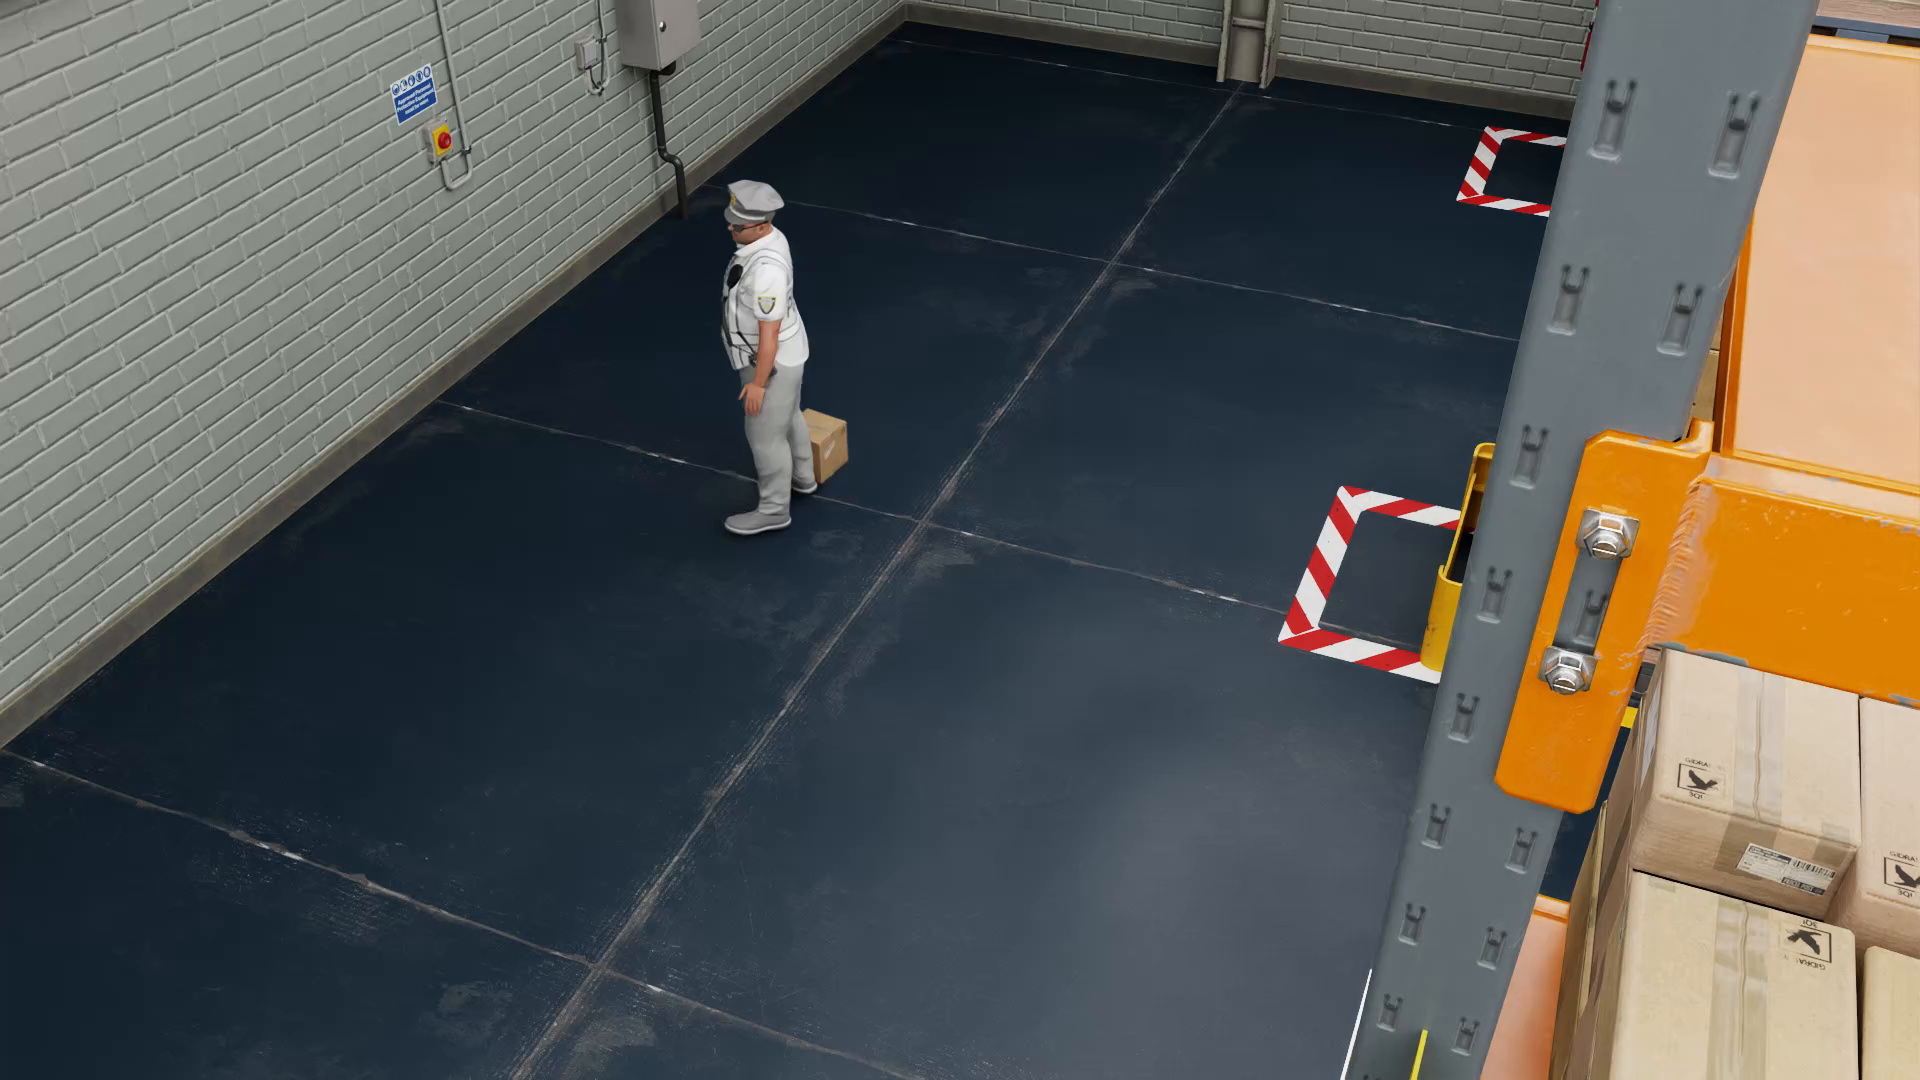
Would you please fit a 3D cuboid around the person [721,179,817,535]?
[{"bbox_3d":[-0.951,-0.867,7.907,0.465,1.765,0.622,-2,37,-3],"label":"person"}]
